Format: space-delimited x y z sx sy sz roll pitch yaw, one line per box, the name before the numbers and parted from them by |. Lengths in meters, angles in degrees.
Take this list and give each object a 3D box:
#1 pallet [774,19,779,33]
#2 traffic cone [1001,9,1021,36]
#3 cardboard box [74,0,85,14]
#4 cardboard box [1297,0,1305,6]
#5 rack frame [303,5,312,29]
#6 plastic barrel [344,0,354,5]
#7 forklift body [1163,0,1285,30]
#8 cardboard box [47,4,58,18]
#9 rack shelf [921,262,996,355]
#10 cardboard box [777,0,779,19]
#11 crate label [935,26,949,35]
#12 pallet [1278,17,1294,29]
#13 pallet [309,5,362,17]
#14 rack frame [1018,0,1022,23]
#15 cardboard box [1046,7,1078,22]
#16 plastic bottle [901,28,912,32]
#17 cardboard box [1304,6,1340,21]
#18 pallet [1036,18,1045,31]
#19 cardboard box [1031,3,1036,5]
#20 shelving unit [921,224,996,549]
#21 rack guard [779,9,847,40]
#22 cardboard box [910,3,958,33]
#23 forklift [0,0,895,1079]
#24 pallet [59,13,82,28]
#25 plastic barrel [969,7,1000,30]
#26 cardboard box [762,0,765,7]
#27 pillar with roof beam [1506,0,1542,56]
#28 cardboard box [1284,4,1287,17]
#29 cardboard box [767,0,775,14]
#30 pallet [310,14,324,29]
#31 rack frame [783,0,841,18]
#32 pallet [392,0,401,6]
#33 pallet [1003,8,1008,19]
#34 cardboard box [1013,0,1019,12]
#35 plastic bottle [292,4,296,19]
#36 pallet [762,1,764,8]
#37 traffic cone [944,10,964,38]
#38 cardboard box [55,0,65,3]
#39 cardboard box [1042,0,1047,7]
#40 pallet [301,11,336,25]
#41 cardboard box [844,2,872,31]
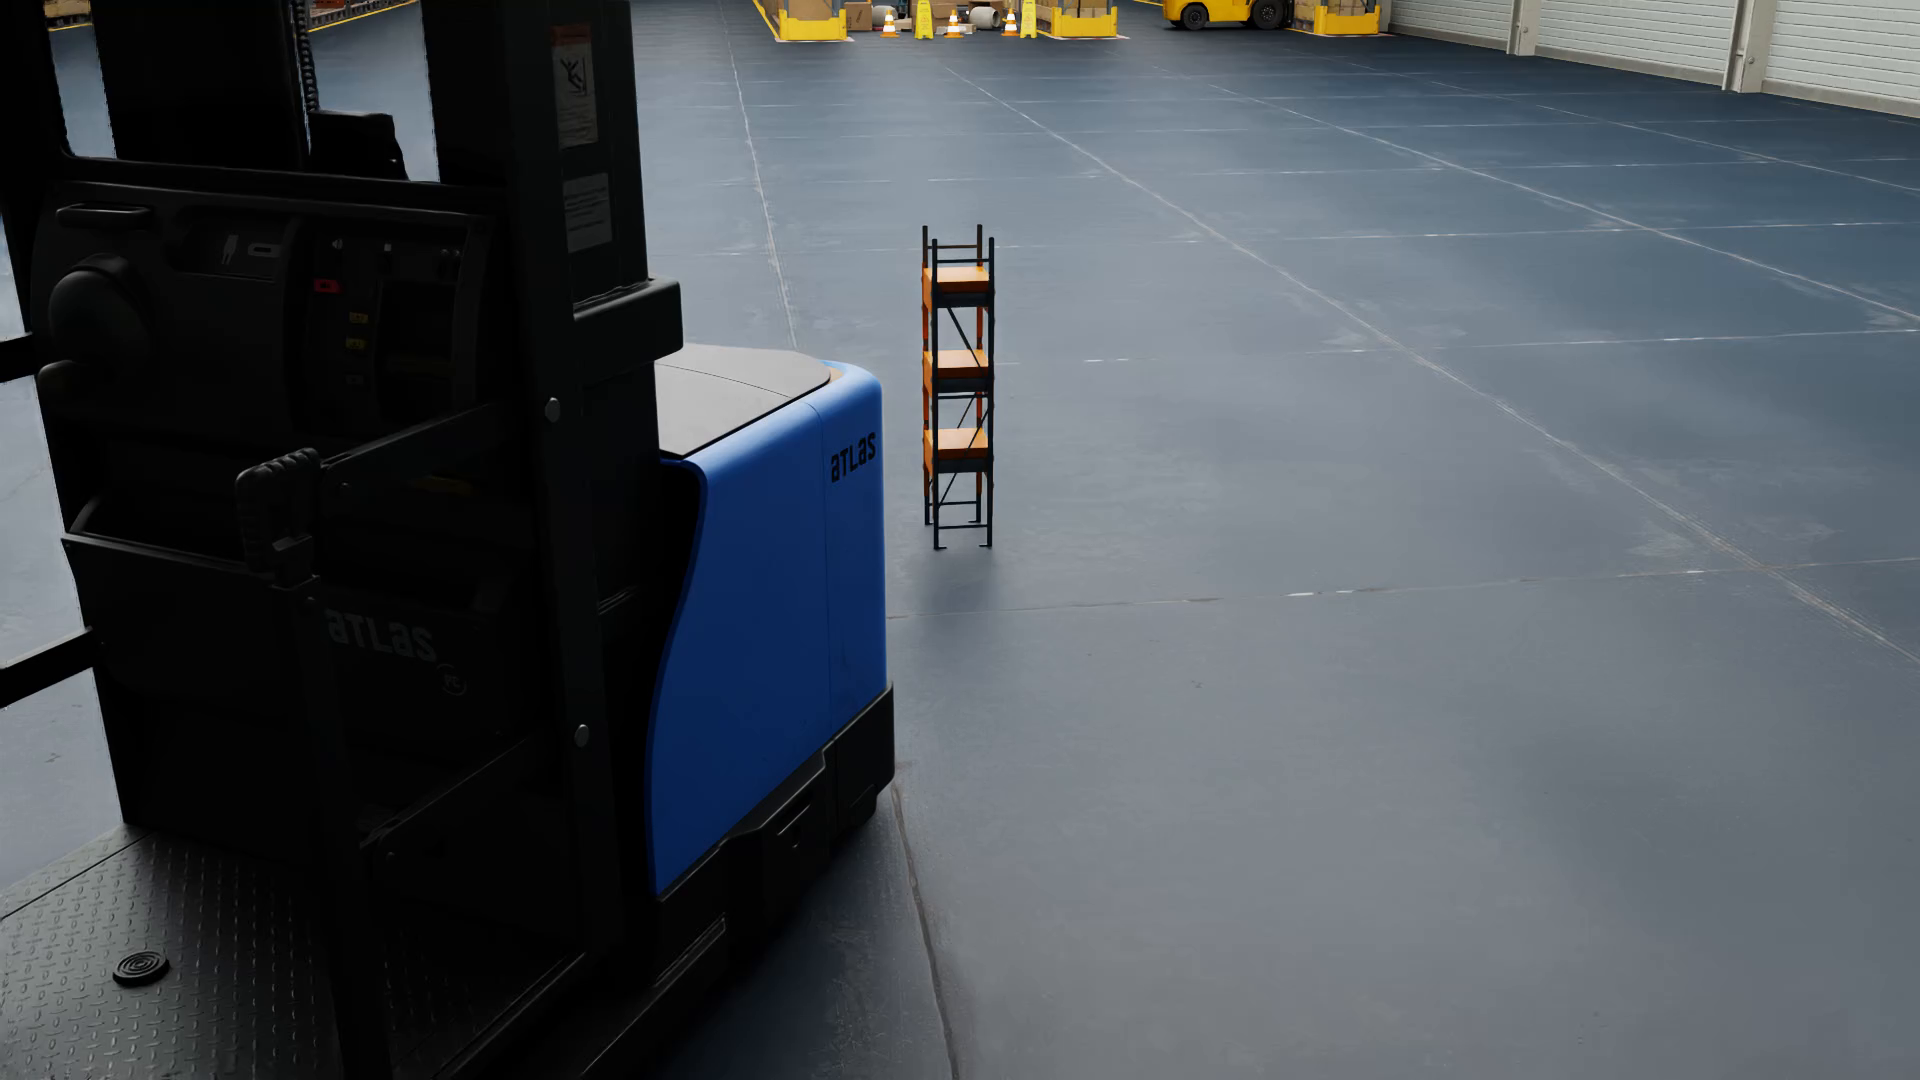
pallet | -2.976 -9.698 31.380 1.003 0.211 1.213 -3 21 -8
traffic cone | 0.935 -9.490 30.463 0.336 0.463 0.334 -3 21 -8
cardboard box | -18.025 -10.752 33.547 0.500 0.250 0.500 -2 21 -7
cardboard box | 6.744 -10.316 31.664 0.500 0.250 0.500 -3 21 -8
rack frame | -13.011 -11.230 31.496 1.000 3.000 0.127 -3 21 -8
plastic barrel | -13.838 -12.241 37.050 0.600 0.588 0.708 -3 21 -8
forklift body | 5.106 -11.013 32.129 2.313 2.155 1.214 -3 21 -8
cardboard box | -17.798 -10.219 32.119 0.500 0.250 0.500 -2 21 -6
rack shelf | -0.008 -0.766 5.486 0.215 0.259 0.240 -3 21 -8
cardboard box | -3.032 -10.363 31.611 0.875 0.875 0.875 -3 21 -7
crate label | -0.289 -9.433 30.775 0.250 0.136 0.298 -15 25 -35
pallet | 6.860 -10.224 32.788 1.003 0.211 1.213 -3 21 -8
pallet | -13.742 -11.579 36.417 1.003 0.211 1.213 -3 21 -8
rack frame | 1.697 -11.979 33.503 1.000 3.000 0.127 -3 21 -8
cardboard box | 1.887 -9.778 30.938 0.500 0.250 0.500 -3 21 -8
plastic bottle | -1.033 -9.662 31.498 0.133 0.061 0.283 -11 23 -26
cardboard box | 6.804 -9.901 31.269 0.500 0.250 0.500 -3 21 -7
pallet | 2.008 -10.019 32.239 1.003 0.211 1.213 -3 21 -8
cardboard box | 1.682 -10.302 32.342 0.500 0.250 0.500 -3 21 -8
shelving unit | -0.008 -0.510 5.582 0.215 1.050 0.252 -3 21 -8
rack guard | -2.607 -9.130 29.448 1.175 0.500 0.348 -3 21 -8
cardboard box | -0.485 -9.905 31.518 0.637 0.503 0.797 17 27 39
forklift | -1.208 -0.350 2.464 1.130 2.935 3.031 9 22 22
pallet | -18.237 -10.351 33.129 1.003 0.211 1.213 -3 21 -8
plastic barrel | 0.478 -10.026 31.956 0.512 0.421 0.421 12 24 30
cardboard box | -3.765 -12.007 36.192 1.050 0.750 0.750 -3 21 -8
pillar with roof beam | 4.581 -11.648 24.043 9.100 9.000 0.400 -3 21 -8
cardboard box | 6.582 -10.426 32.675 0.500 0.250 0.500 -2 21 -6
cardboard box | -3.365 -11.048 33.624 1.050 0.750 0.750 -3 21 -8
pallet | -13.163 -10.193 32.706 1.003 0.211 1.213 -3 21 -8
rack frame | -2.610 -10.310 29.033 1.000 3.000 0.127 -3 21 -8
pallet | -14.488 -13.369 41.210 1.003 0.211 1.213 -3 21 -8
pallet | 1.404 -11.366 35.846 1.003 0.211 1.213 -3 21 -8
cardboard box | 1.619 -11.127 34.375 0.950 0.372 0.625 -3 21 -7
plastic bottle | -12.615 -10.013 31.493 0.061 0.283 0.133 -2 21 -5
pallet | -4.226 -12.889 39.923 1.003 0.211 1.213 -3 21 -8
traffic cone | -0.114 -9.316 29.998 0.336 0.463 0.334 -3 21 -8
cardboard box | -17.869 -10.661 32.501 0.500 0.311 0.500 -4 21 -10
cardboard box | 1.821 -10.299 31.262 0.500 0.500 0.500 -2 21 -6
pallet | -13.342 -10.617 33.840 1.003 0.211 1.213 -3 21 -8
cardboard box | -1.948 -10.039 31.877 0.500 0.500 0.500 1 20 2
